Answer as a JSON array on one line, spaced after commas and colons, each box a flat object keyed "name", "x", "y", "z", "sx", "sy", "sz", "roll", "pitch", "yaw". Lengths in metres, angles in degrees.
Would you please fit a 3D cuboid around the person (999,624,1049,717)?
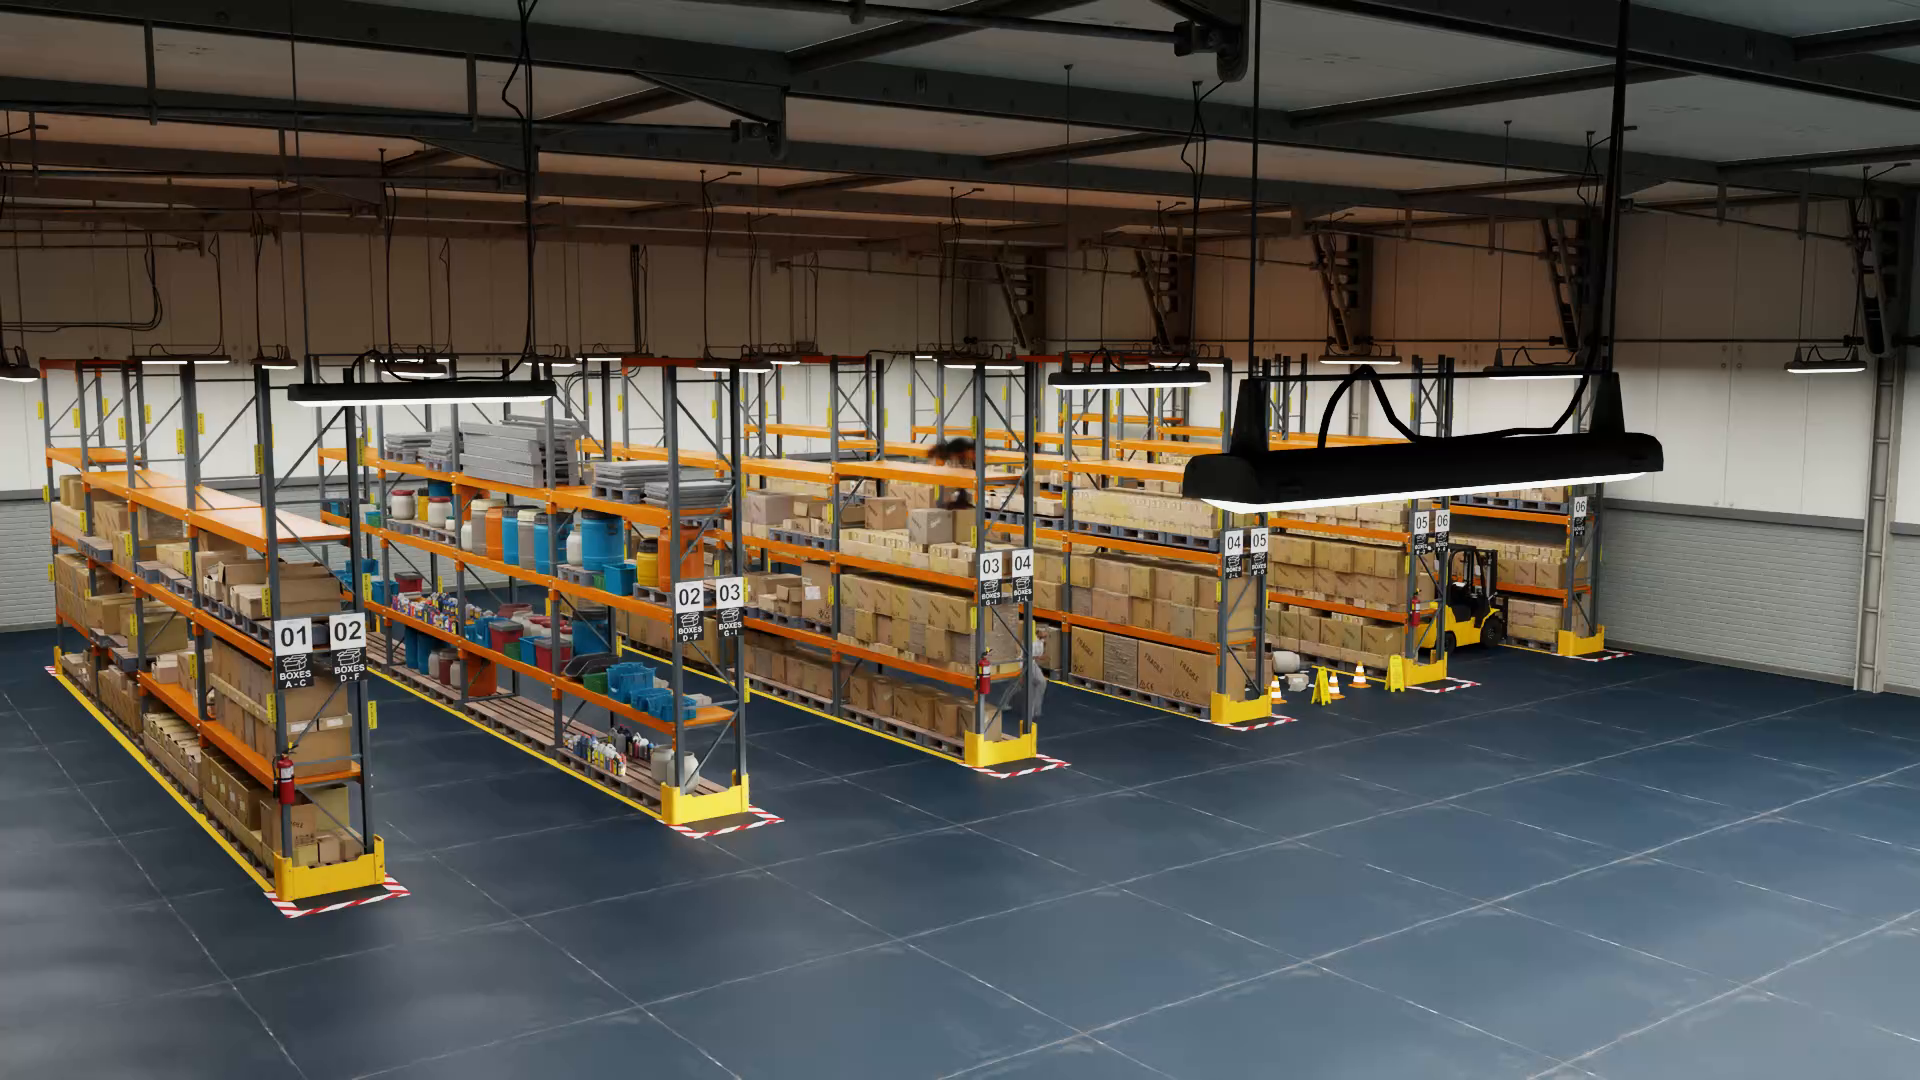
[{"name": "person", "x": 1.120, "y": 2.195, "z": 28.186, "sx": 0.965, "sy": 1.654, "sz": 0.621, "roll": 4, "pitch": 8, "yaw": 31}]
